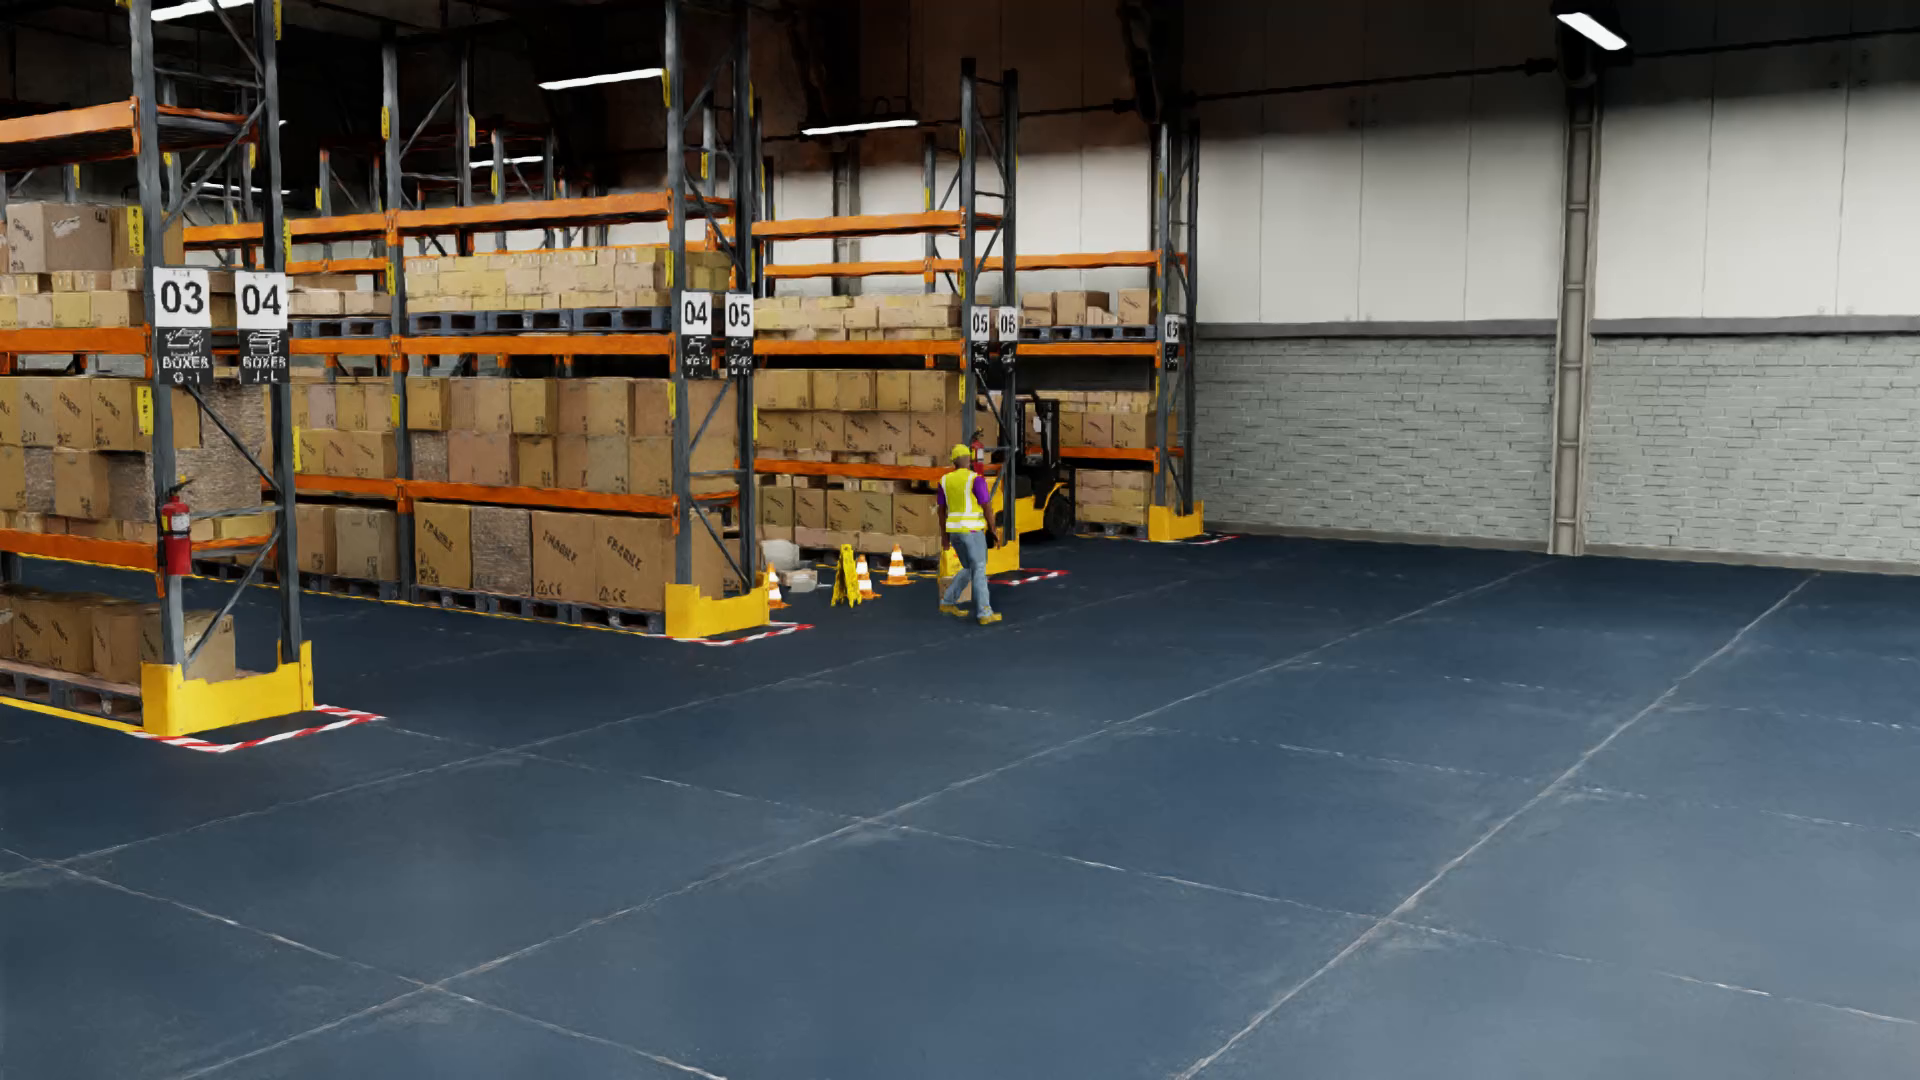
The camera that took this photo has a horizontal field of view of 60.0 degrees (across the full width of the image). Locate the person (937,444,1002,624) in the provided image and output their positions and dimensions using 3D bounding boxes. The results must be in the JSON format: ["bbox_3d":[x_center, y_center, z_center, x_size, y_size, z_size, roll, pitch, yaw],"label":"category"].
[{"bbox_3d":[0.097,-0.074,16.374,0.430,1.743,0.669,-6,9,-43],"label":"person"}]
